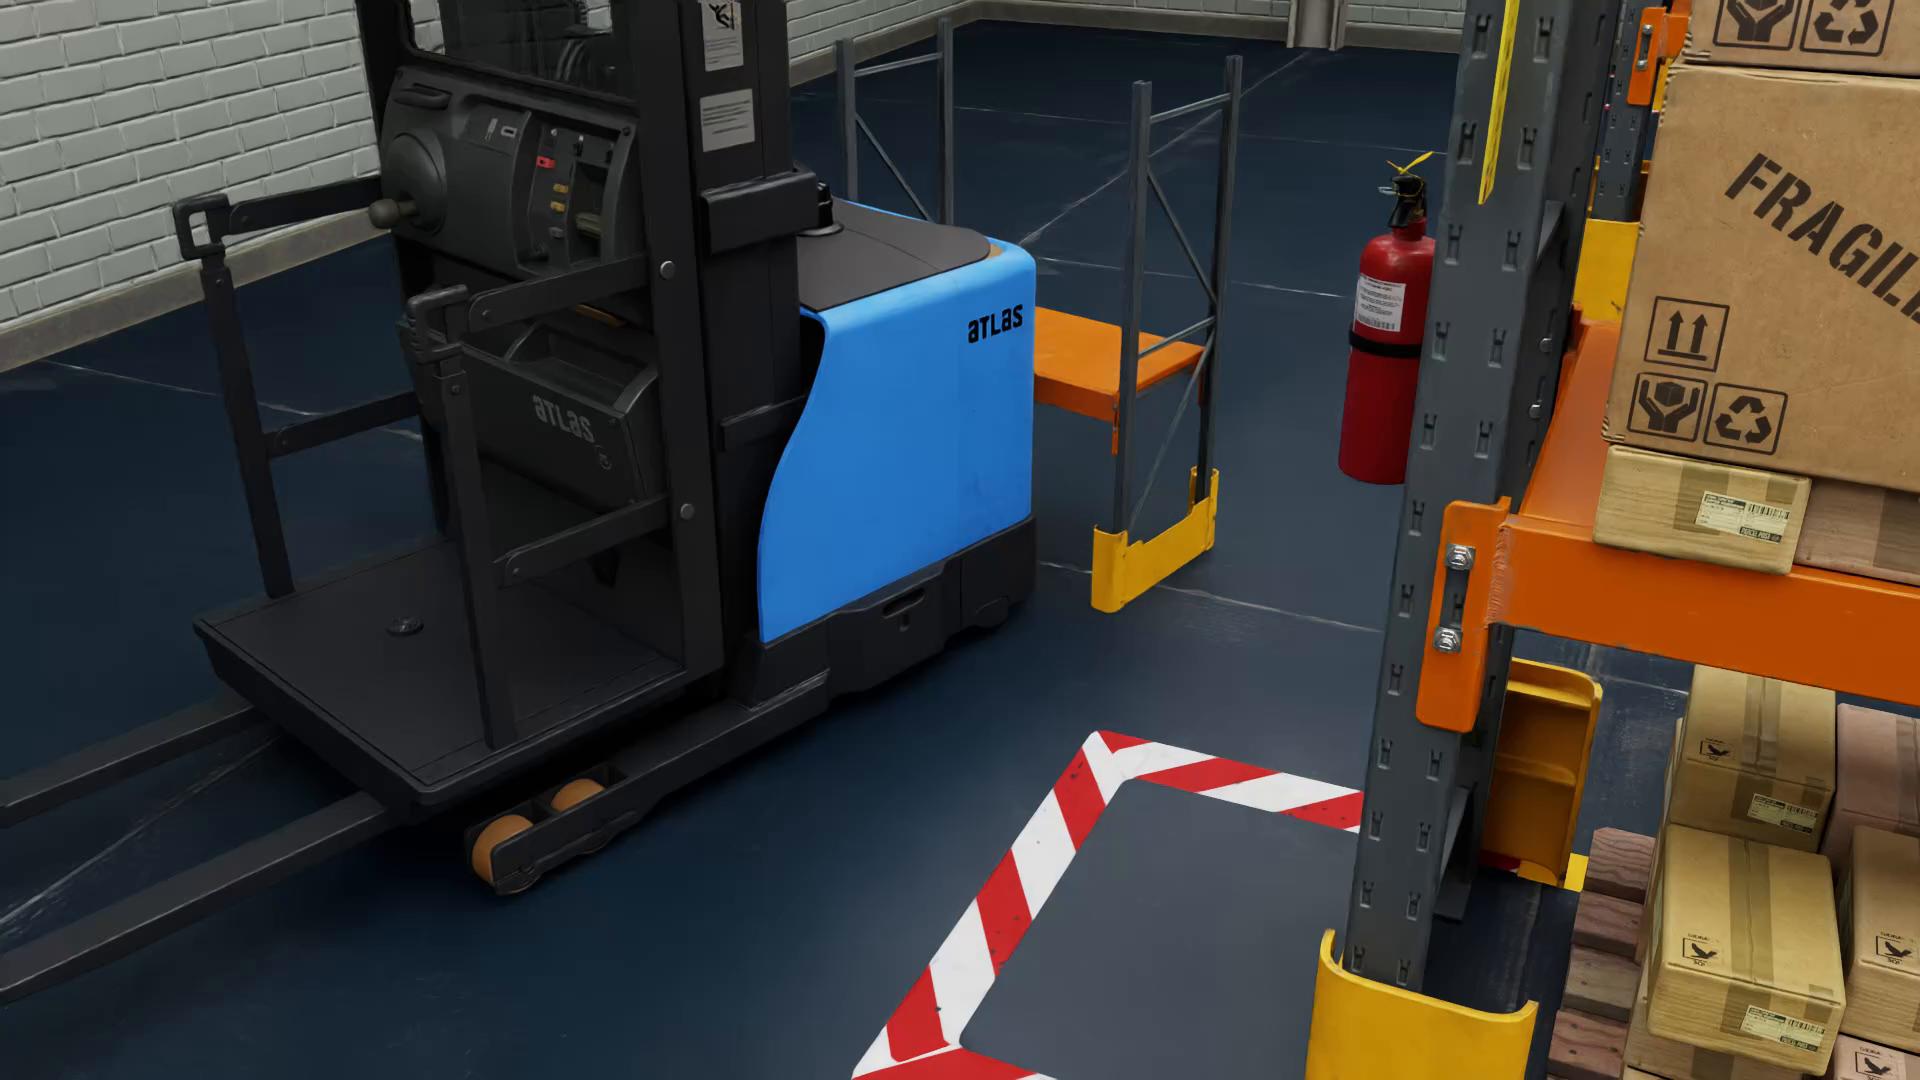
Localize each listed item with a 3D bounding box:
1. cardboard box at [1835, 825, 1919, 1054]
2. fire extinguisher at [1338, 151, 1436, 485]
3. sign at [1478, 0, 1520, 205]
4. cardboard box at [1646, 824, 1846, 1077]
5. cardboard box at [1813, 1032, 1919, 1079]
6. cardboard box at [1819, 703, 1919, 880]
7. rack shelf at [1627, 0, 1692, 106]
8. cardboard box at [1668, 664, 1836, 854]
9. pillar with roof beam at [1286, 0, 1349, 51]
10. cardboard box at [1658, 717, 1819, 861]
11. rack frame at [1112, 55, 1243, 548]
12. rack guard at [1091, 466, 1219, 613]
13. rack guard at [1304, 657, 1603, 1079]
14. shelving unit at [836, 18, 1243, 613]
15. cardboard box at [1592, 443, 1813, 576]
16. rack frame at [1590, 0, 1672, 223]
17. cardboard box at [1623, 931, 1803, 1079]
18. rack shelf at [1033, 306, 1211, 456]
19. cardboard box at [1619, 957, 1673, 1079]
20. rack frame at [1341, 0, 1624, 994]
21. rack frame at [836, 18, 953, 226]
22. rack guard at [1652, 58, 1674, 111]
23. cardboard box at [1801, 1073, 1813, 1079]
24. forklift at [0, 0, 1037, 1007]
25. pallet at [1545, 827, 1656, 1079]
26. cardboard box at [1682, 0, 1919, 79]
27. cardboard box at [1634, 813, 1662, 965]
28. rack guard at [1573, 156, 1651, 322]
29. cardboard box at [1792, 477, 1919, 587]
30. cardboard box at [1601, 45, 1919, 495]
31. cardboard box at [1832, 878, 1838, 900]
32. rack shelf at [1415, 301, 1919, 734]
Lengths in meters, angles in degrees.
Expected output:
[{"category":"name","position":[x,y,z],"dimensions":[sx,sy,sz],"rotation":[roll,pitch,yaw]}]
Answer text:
[{"category":"cardboard box","position":[1.538,0.640,2.632],"dimensions":[0.250,0.149,0.380],"rotation":[12,29,23]},{"category":"fire extinguisher","position":[0.863,-0.447,3.272],"dimensions":[0.183,0.674,0.296],"rotation":[11,28,22]},{"category":"sign","position":[0.677,-0.588,2.068],"dimensions":[0.005,0.325,0.100],"rotation":[11,28,22]},{"category":"cardboard box","position":[1.238,0.638,2.636],"dimensions":[0.250,0.149,0.380],"rotation":[10,28,19]},{"category":"cardboard box","position":[1.498,0.811,2.622],"dimensions":[0.250,0.149,0.380],"rotation":[11,28,22]},{"category":"cardboard box","position":[1.693,0.470,2.978],"dimensions":[0.250,0.149,0.380],"rotation":[12,29,23]},{"category":"rack shelf","position":[4.679,-1.738,6.199],"dimensions":[4.000,0.370,1.077],"rotation":[11,28,22]},{"category":"cardboard box","position":[1.488,0.401,3.118],"dimensions":[0.250,0.149,0.380],"rotation":[12,29,22]},{"category":"pillar with roof beam","position":[1.046,-6.239,7.734],"dimensions":[0.400,9.000,9.100],"rotation":[11,28,22]},{"category":"cardboard box","position":[1.500,0.521,3.211],"dimensions":[0.250,0.149,0.380],"rotation":[11,28,20]},{"category":"rack frame","position":[0.604,-0.565,4.699],"dimensions":[0.032,1.500,0.500],"rotation":[20,32,34]},{"category":"rack guard","position":[0.589,-0.009,4.986],"dimensions":[0.087,0.250,0.587],"rotation":[20,32,34]},{"category":"rack guard","position":[0.970,0.718,3.226],"dimensions":[0.348,0.500,1.175],"rotation":[11,28,22]},{"category":"shelving unit","position":[0.200,-0.708,4.989],"dimensions":[1.083,1.500,0.587],"rotation":[20,32,34]},{"category":"cardboard box","position":[1.060,-0.114,2.370],"dimensions":[0.250,0.149,0.380],"rotation":[11,28,21]},{"category":"rack frame","position":[2.858,-2.427,6.783],"dimensions":[0.127,3.000,1.000],"rotation":[11,28,22]},{"category":"cardboard box","position":[1.272,0.738,2.769],"dimensions":[0.250,0.149,0.380],"rotation":[13,29,24]},{"category":"rack shelf","position":[0.207,-0.544,5.064],"dimensions":[1.000,0.185,0.538],"rotation":[20,32,34]},{"category":"cardboard box","position":[1.246,0.897,2.783],"dimensions":[0.250,0.149,0.380],"rotation":[12,29,23]},{"category":"rack frame","position":[0.901,-0.418,2.702],"dimensions":[0.127,3.000,1.000],"rotation":[11,28,22]},{"category":"rack frame","position":[-0.189,-0.846,5.270],"dimensions":[0.032,1.500,0.500],"rotation":[20,32,34]},{"category":"rack guard","position":[4.979,-3.288,11.362],"dimensions":[0.348,0.500,1.175],"rotation":[11,28,22]},{"category":"cardboard box","position":[1.518,0.912,2.753],"dimensions":[0.250,0.149,0.380],"rotation":[11,28,22]},{"category":"forklift","position":[-1.158,-0.792,3.541],"dimensions":[1.130,2.935,3.031],"rotation":[23,34,38]},{"category":"pallet","position":[1.695,1.010,2.960],"dimensions":[1.213,0.211,1.003],"rotation":[11,28,22]},{"category":"cardboard box","position":[1.200,-0.856,2.010],"dimensions":[0.500,0.500,0.500],"rotation":[11,28,21]},{"category":"cardboard box","position":[1.467,0.685,3.214],"dimensions":[0.250,0.149,0.380],"rotation":[12,29,23]},{"category":"rack guard","position":[2.836,-1.309,7.344],"dimensions":[0.348,0.500,1.175],"rotation":[11,28,22]},{"category":"cardboard box","position":[1.309,-0.084,2.309],"dimensions":[0.250,0.149,0.380],"rotation":[12,29,24]},{"category":"cardboard box","position":[1.196,-0.403,2.222],"dimensions":[0.500,0.500,0.500],"rotation":[13,29,24]},{"category":"cardboard box","position":[1.715,0.591,3.070],"dimensions":[0.250,0.149,0.380],"rotation":[11,28,21]},{"category":"rack shelf","position":[2.722,0.271,2.119],"dimensions":[4.000,0.370,1.077],"rotation":[11,28,22]}]
